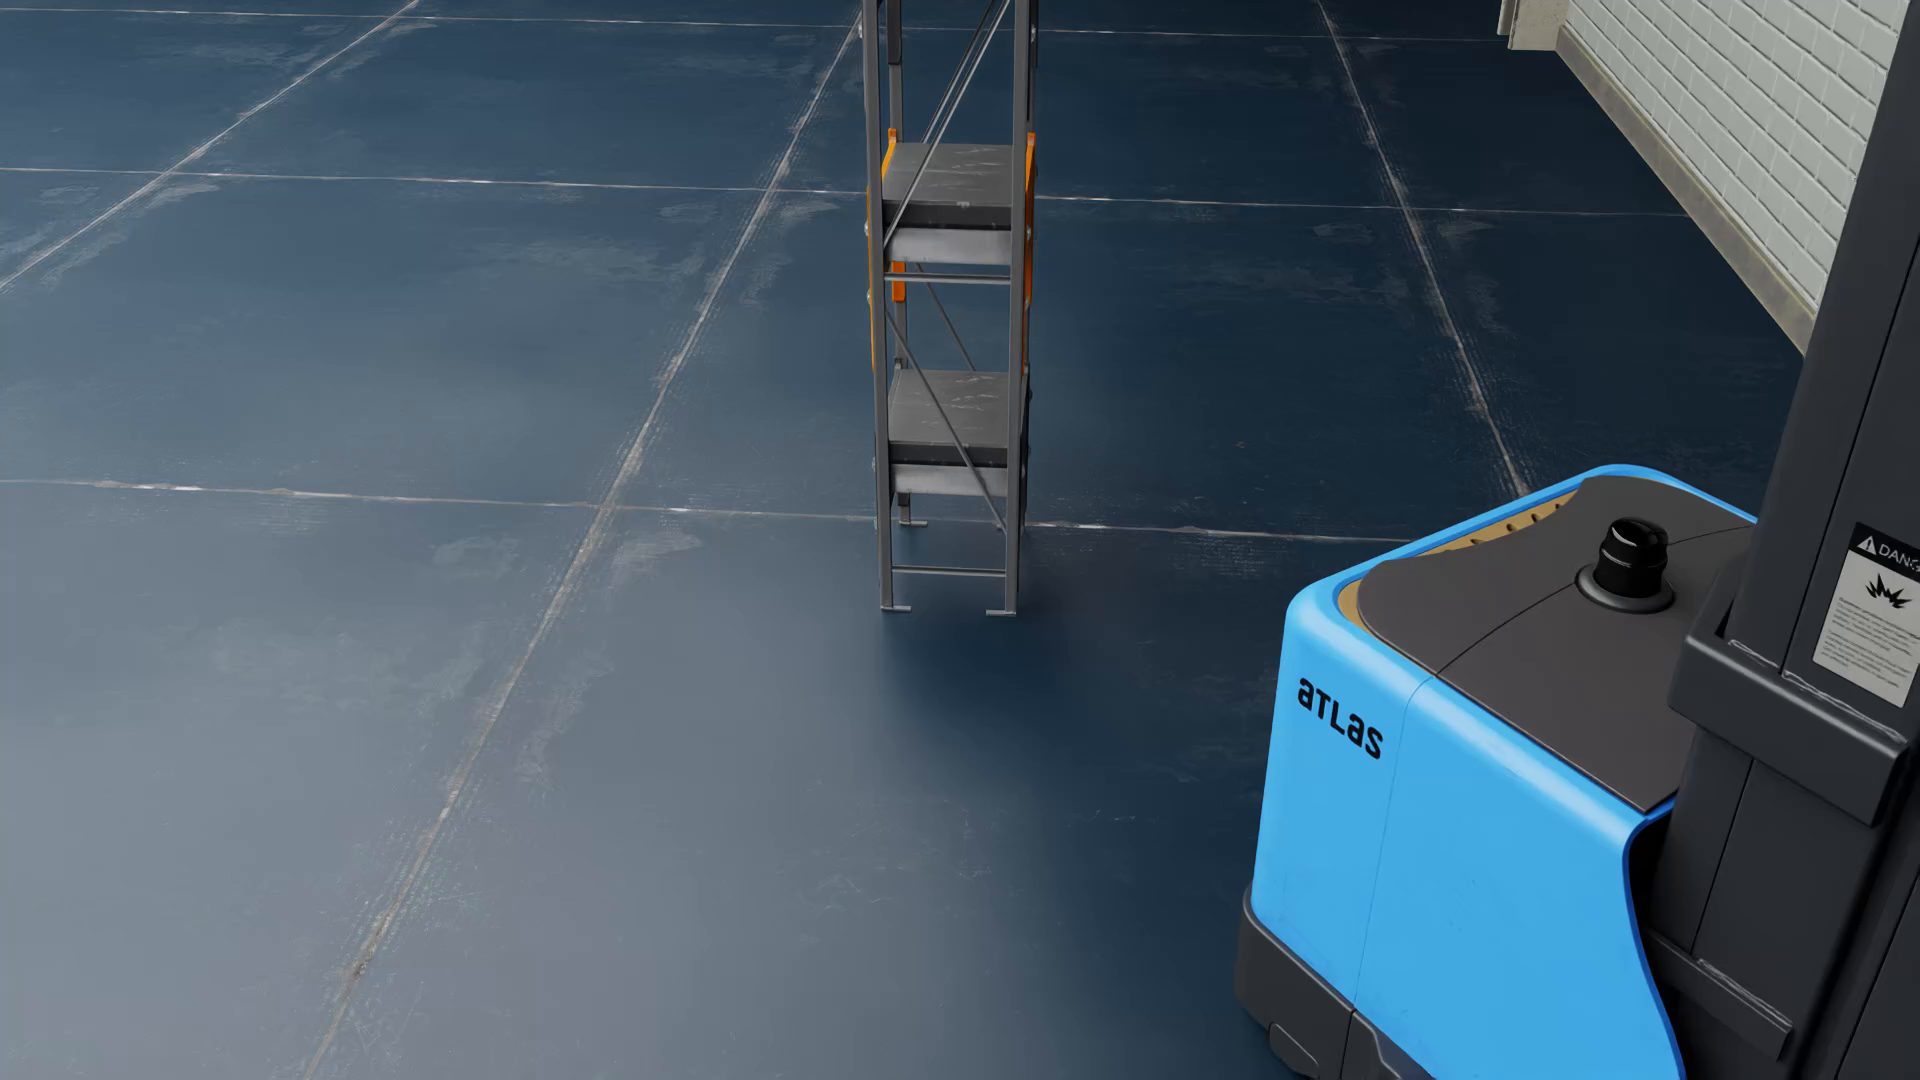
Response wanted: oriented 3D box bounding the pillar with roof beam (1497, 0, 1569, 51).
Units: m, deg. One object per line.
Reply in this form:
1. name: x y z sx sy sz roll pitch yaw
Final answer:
1. pillar with roof beam: -0.794 -7.083 8.166 9.100 9.000 0.400 2 32 4

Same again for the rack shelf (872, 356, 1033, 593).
1. rack shelf: -0.013 -0.200 4.933 0.431 0.518 0.480 2 32 4

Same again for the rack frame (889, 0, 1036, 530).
1. rack frame: 0.006 -0.935 4.766 0.400 2.100 0.015 2 32 4

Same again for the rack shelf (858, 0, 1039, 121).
1. rack shelf: -0.014 -1.392 4.199 0.431 0.518 0.480 2 32 4

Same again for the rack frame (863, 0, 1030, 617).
1. rack frame: -0.033 -0.680 4.352 0.400 2.100 0.015 2 32 4

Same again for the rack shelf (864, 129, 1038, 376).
1. rack shelf: -0.013 -0.796 4.566 0.431 0.518 0.480 2 32 4

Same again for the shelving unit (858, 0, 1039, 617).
1. shelving unit: -0.013 -0.807 4.559 0.431 2.100 0.503 2 32 4

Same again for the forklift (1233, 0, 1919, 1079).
1. forklift: 1.812 0.270 2.018 1.130 2.935 3.031 -19 36 -28
